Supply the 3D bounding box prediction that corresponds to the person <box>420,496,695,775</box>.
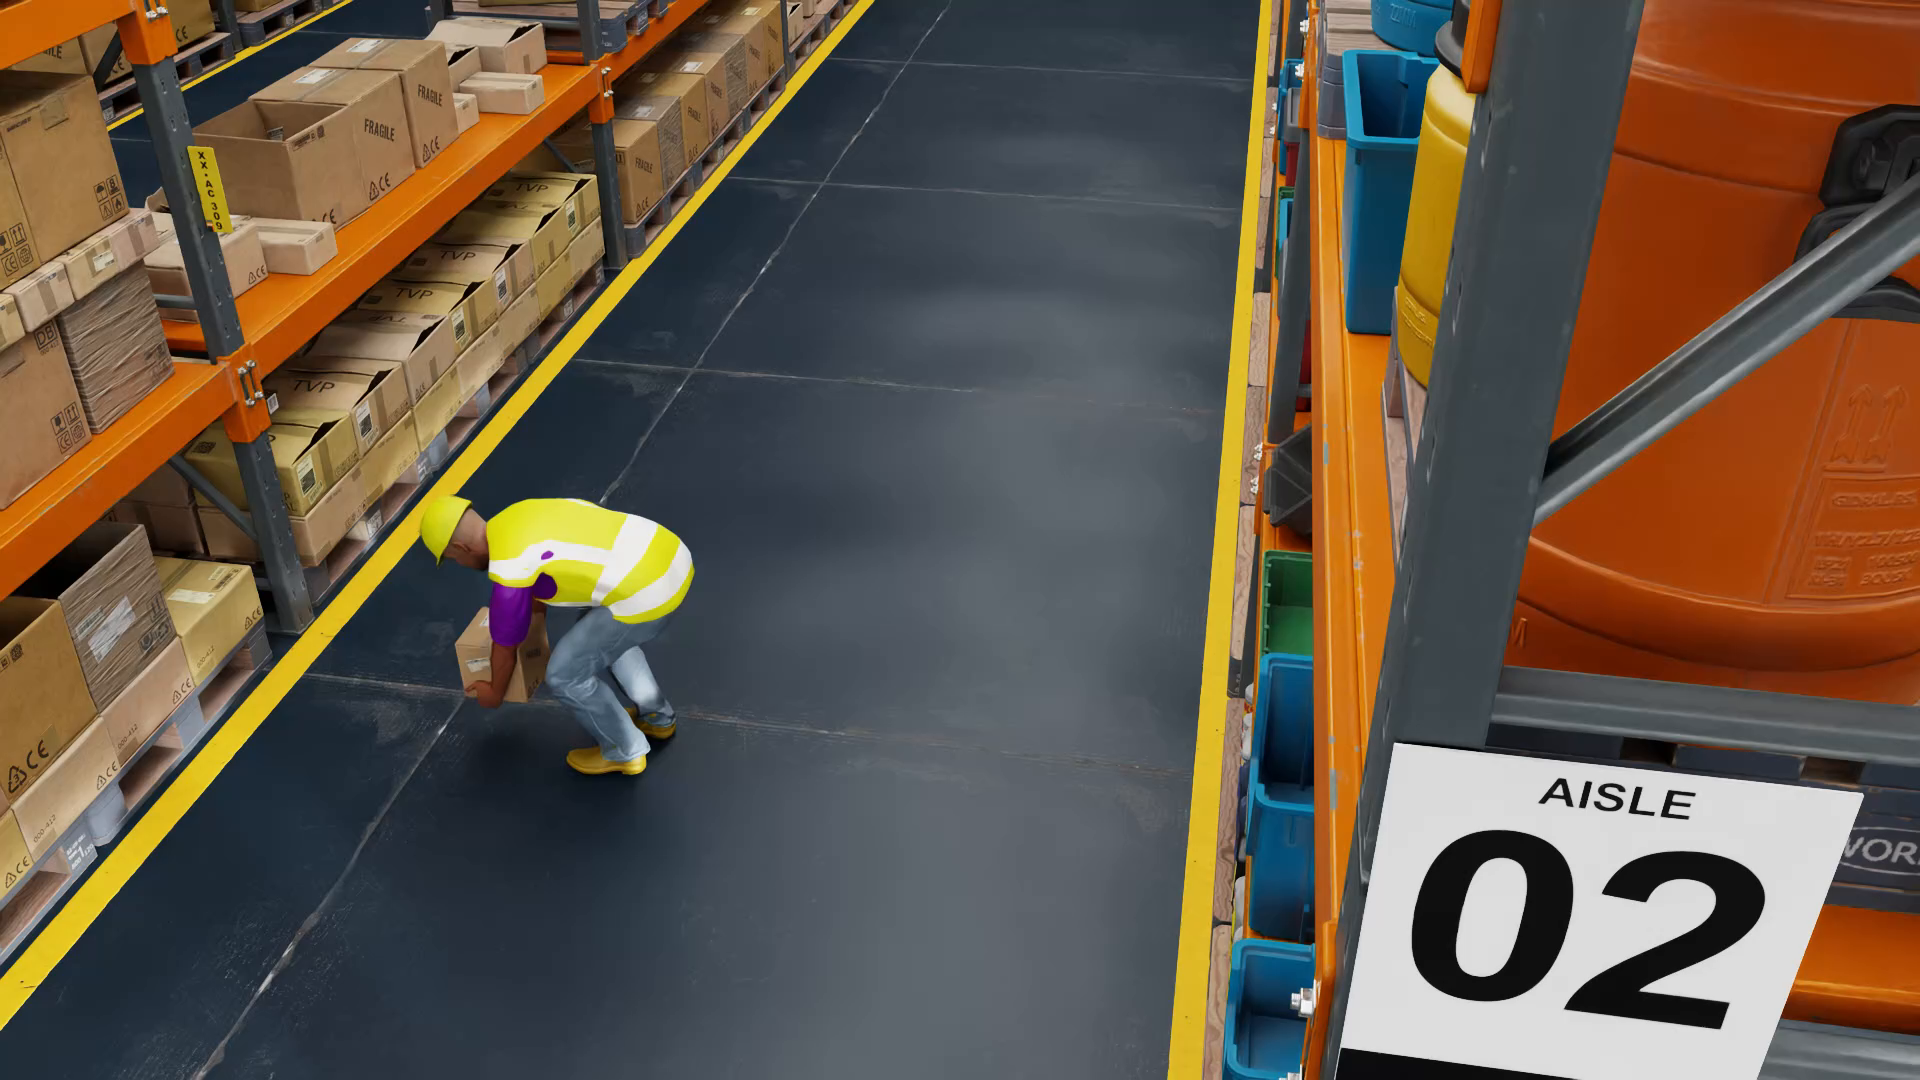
[{"bbox_3d":[-1.465,0.342,6.191,0.963,1.105,0.515,4,32,6],"label":"person"}]
